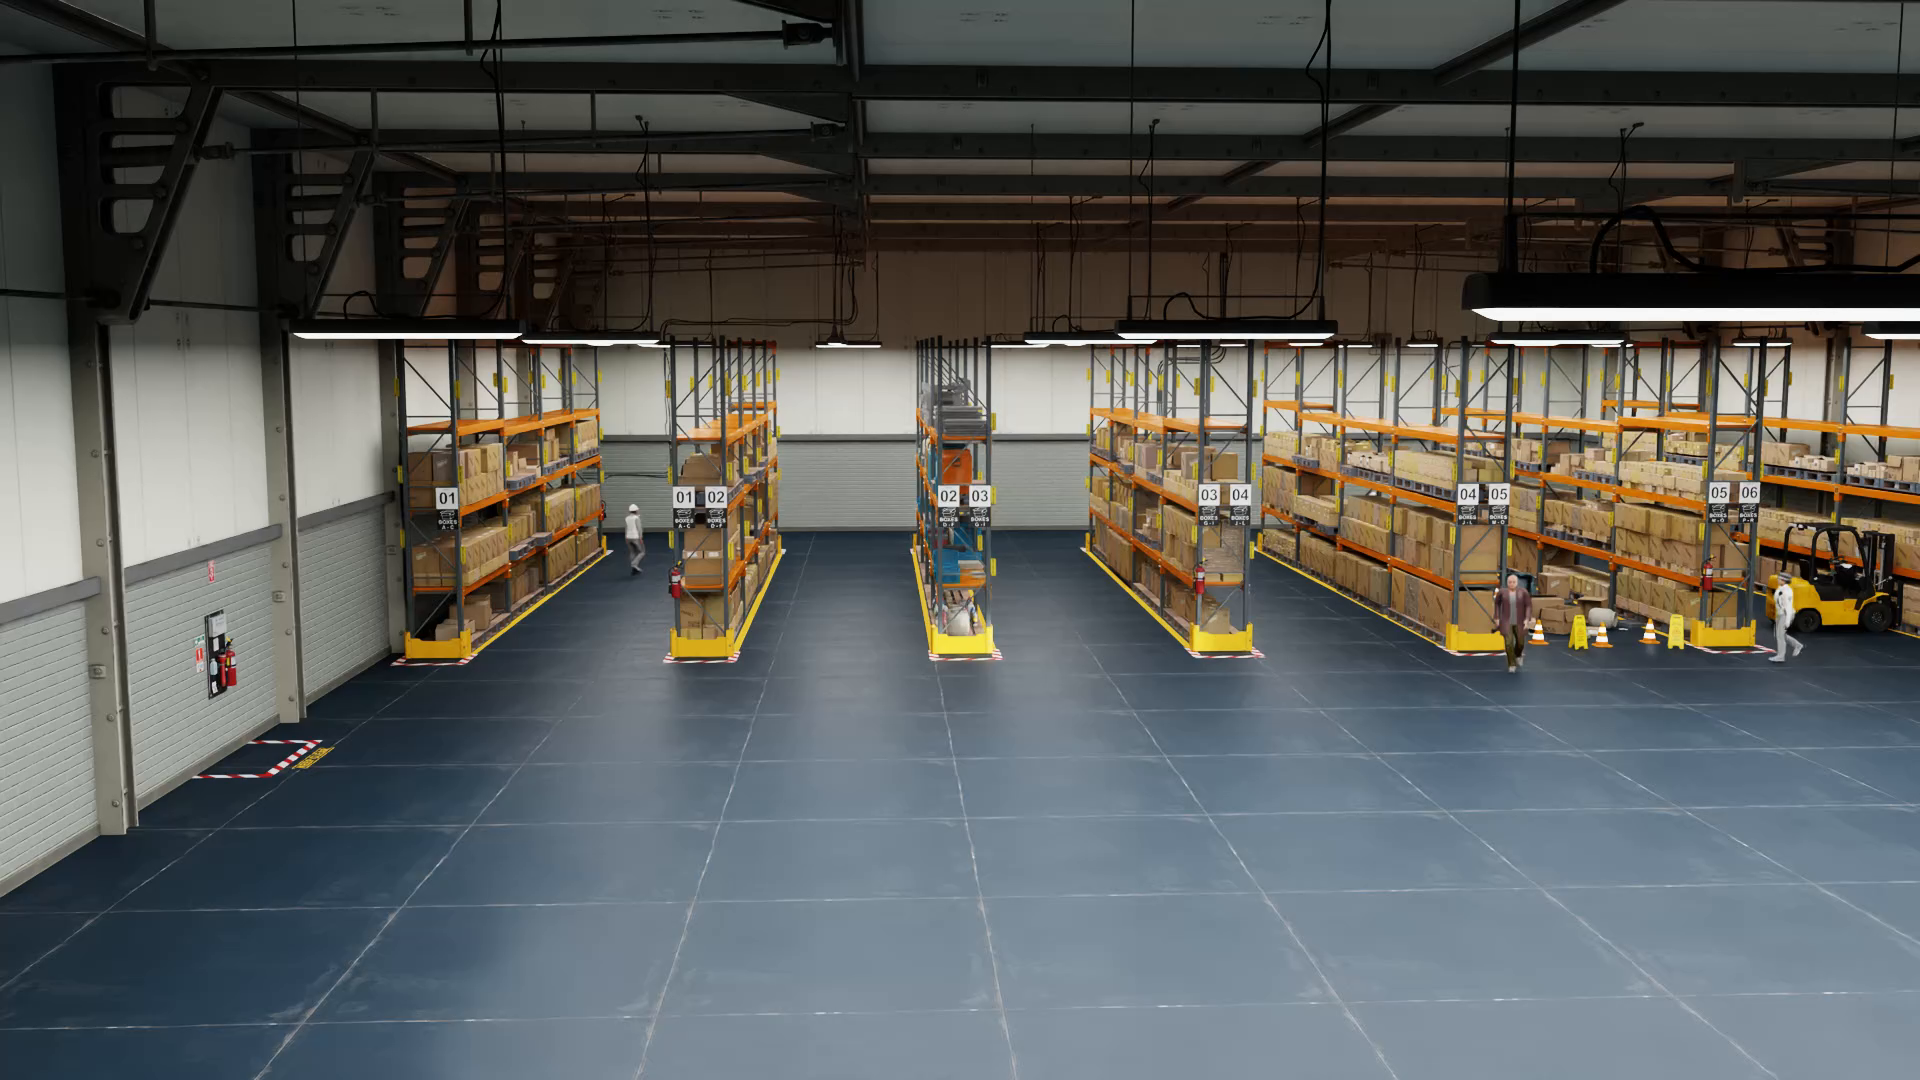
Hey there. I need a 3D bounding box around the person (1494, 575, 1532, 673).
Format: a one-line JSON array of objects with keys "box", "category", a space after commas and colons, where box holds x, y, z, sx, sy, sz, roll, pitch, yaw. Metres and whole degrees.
[{"box": [9.932, 1.469, 29.889, 0.641, 1.757, 0.751, 2, 7, 16], "category": "person"}]

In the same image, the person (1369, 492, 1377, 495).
[{"box": [11.599, -0.450, 46.568, 0.467, 1.785, 0.609, 6, 9, 44], "category": "person"}]

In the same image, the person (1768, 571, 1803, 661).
[{"box": [15.281, 1.402, 30.678, 0.647, 1.660, 0.493, 1, 7, 6], "category": "person"}]

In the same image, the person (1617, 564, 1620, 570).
[{"box": [17.053, 0.055, 43.147, 0.584, 1.559, 0.715, 1, 7, 9], "category": "person"}]

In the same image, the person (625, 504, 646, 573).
[{"box": [-8.427, -0.028, 42.926, 0.567, 1.774, 0.490, 4, 8, 34], "category": "person"}]
